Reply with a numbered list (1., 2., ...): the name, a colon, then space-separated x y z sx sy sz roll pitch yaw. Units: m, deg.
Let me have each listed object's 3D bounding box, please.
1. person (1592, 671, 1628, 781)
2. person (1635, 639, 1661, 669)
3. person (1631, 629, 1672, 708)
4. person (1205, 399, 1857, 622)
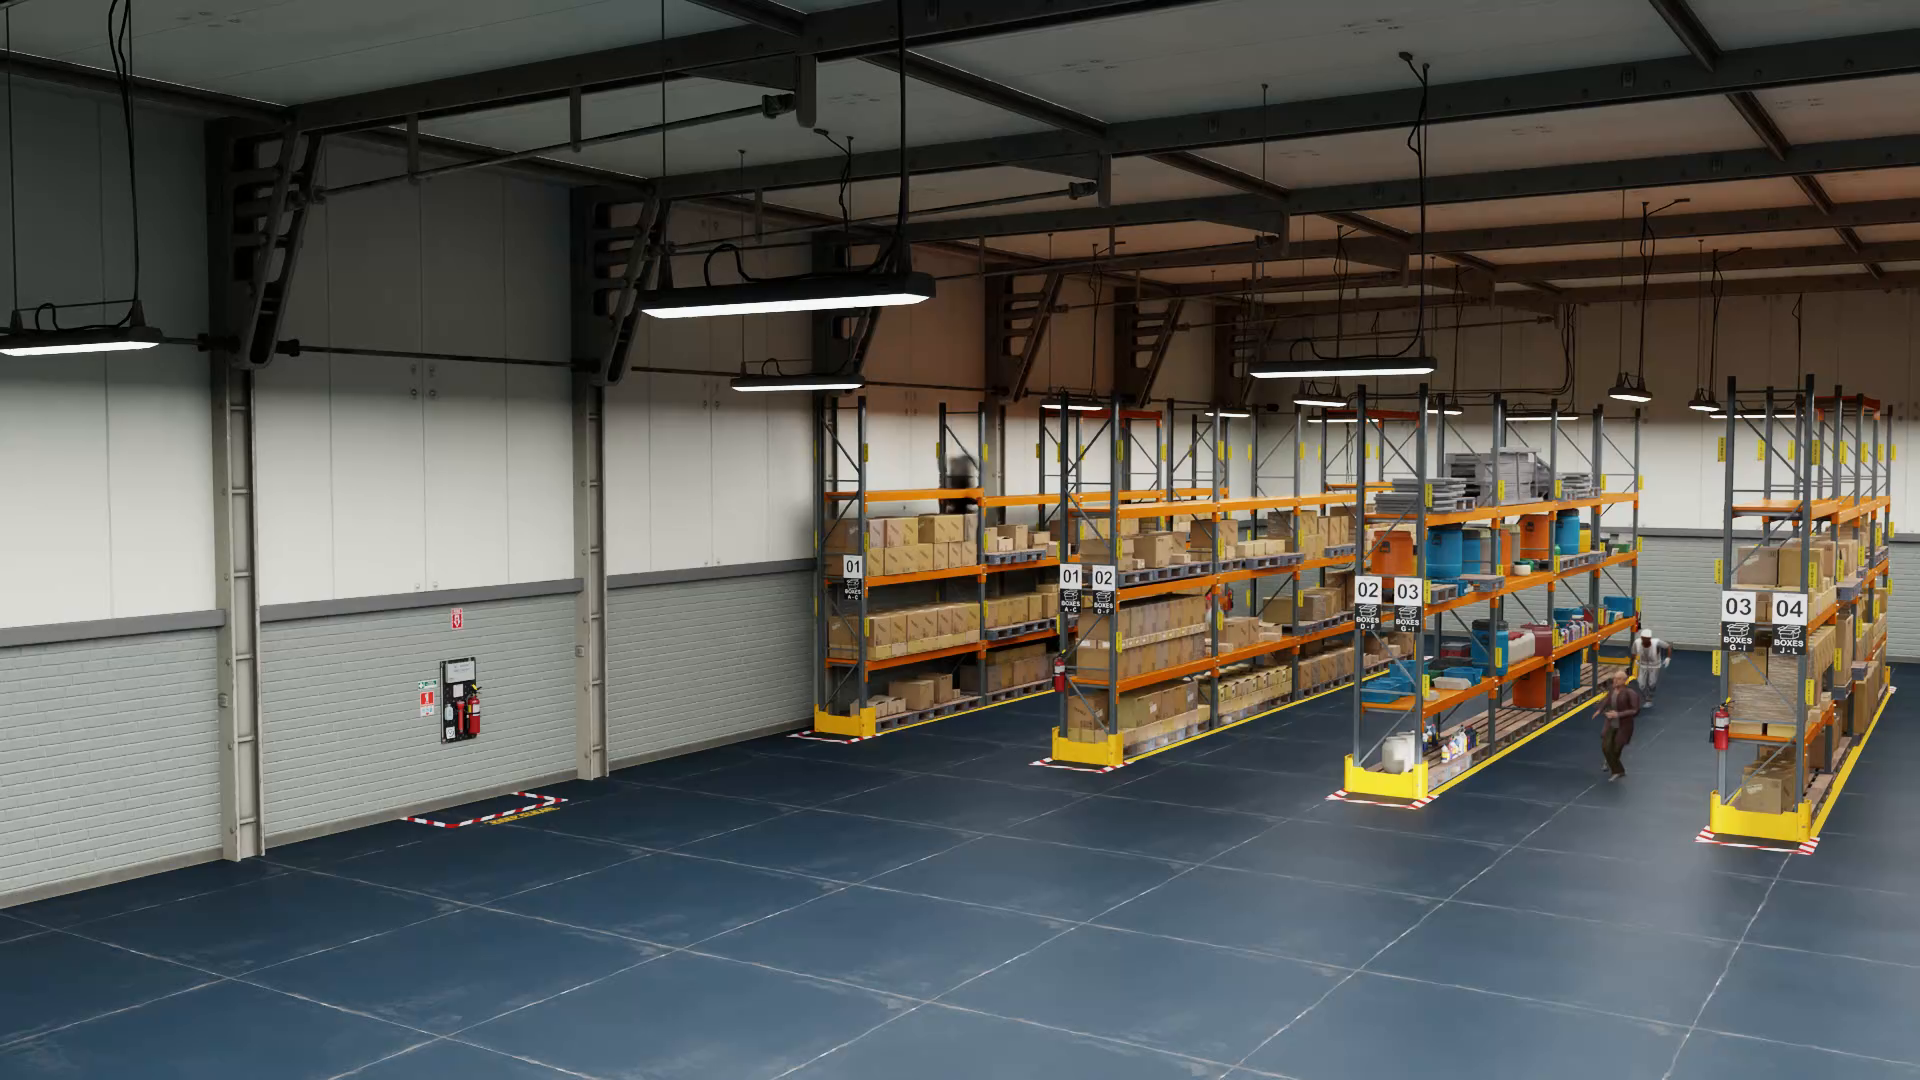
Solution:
1. person: 10.100 2.844 25.508 0.707 1.724 0.799 -3 4 -42
2. person: 15.606 2.967 23.270 11.484 1.614 16.075 1 3 22
3. person: 13.480 2.509 32.445 0.718 1.586 0.836 2 4 31
4. person: 10.570 0.255 33.635 13.703 5.845 3.717 2 4 35
